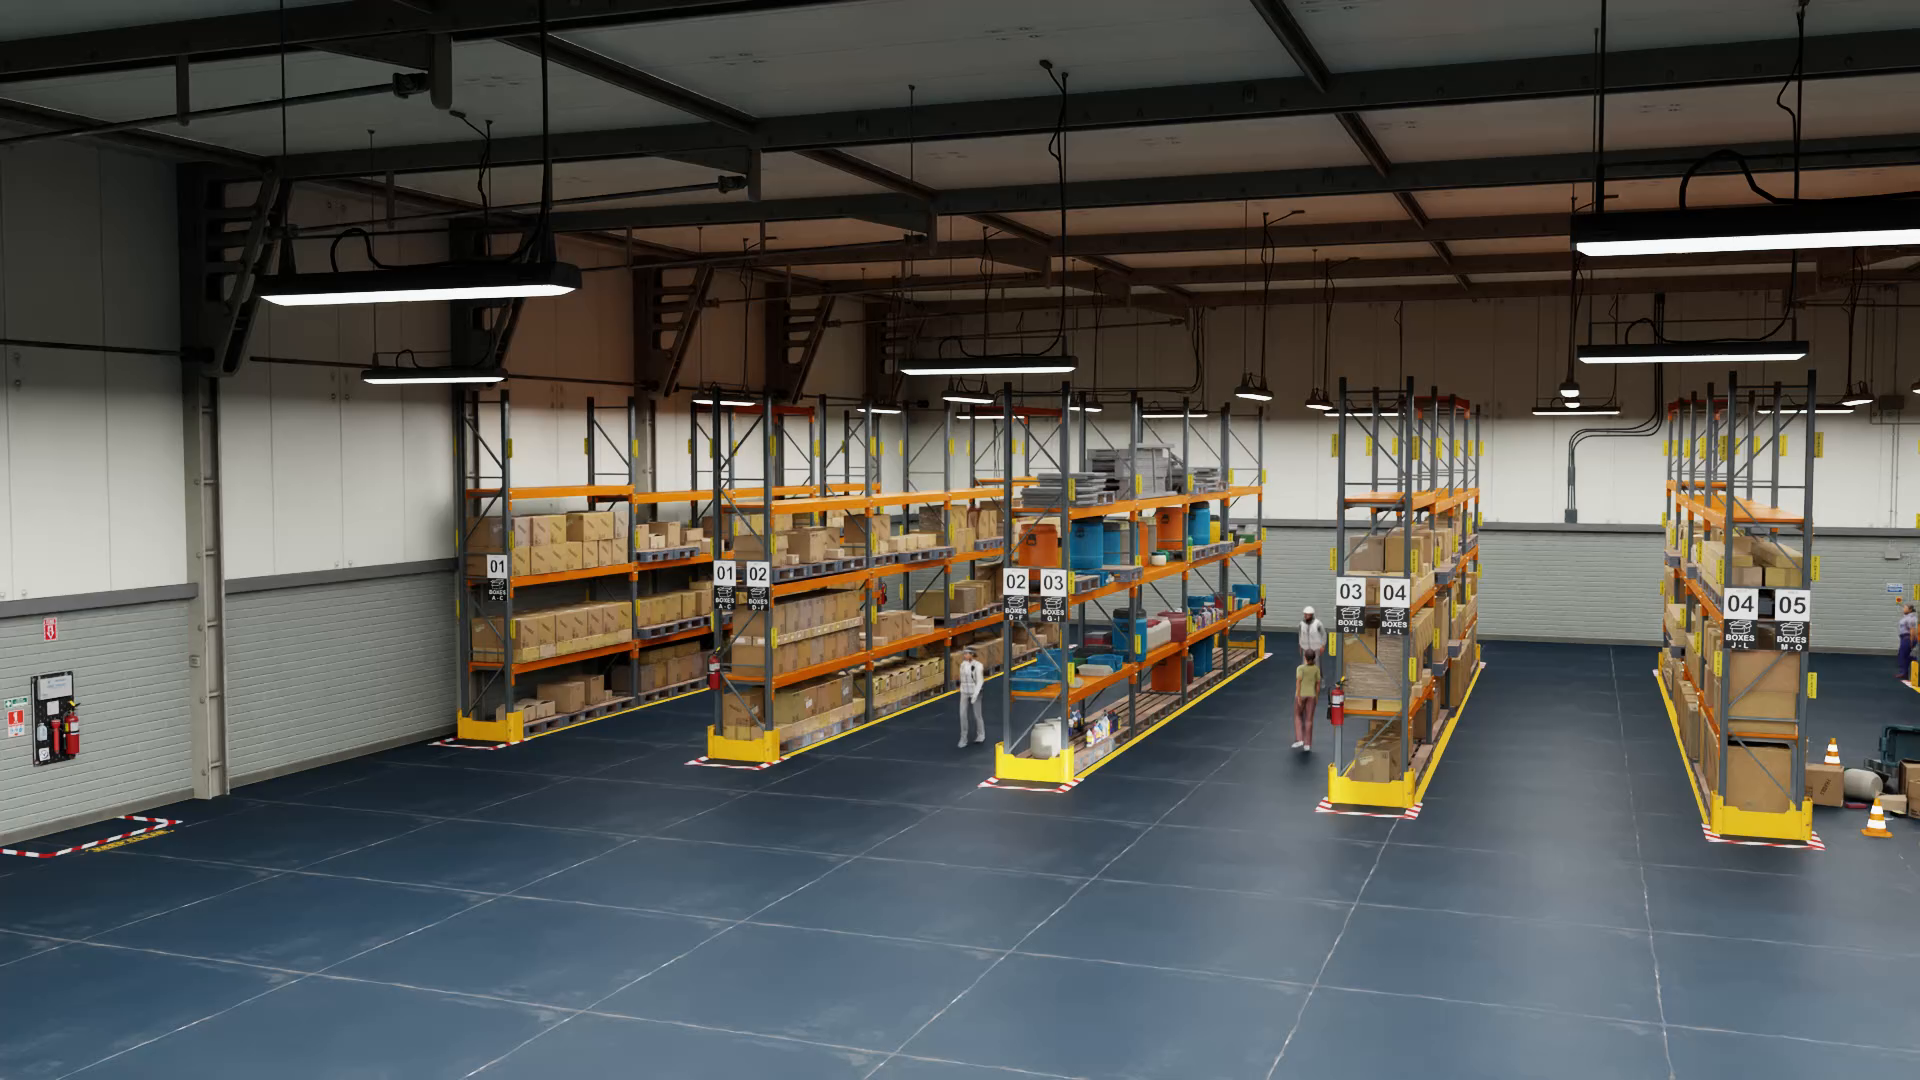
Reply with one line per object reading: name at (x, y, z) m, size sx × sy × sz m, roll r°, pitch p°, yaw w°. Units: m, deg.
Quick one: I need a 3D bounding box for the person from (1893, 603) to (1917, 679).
person at (20.610, 2.185, 36.045) m, size 0.668 × 1.626 × 0.486 m, roll 1°, pitch 3°, yaw 22°

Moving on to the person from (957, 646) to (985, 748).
person at (0.170, 2.638, 28.119) m, size 0.510 × 1.706 × 0.724 m, roll 2°, pitch 4°, yaw 28°

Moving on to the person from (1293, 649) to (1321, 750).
person at (5.776, 2.657, 27.613) m, size 0.441 × 1.687 × 0.500 m, roll 0°, pitch 3°, yaw 5°

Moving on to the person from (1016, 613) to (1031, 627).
person at (1.518, 1.791, 43.370) m, size 0.465 × 1.580 × 1.040 m, roll 2°, pitch 4°, yaw 37°

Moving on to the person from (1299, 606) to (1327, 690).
person at (7.293, 2.235, 34.402) m, size 0.612 × 1.757 × 0.564 m, roll 2°, pitch 4°, yaw 30°
